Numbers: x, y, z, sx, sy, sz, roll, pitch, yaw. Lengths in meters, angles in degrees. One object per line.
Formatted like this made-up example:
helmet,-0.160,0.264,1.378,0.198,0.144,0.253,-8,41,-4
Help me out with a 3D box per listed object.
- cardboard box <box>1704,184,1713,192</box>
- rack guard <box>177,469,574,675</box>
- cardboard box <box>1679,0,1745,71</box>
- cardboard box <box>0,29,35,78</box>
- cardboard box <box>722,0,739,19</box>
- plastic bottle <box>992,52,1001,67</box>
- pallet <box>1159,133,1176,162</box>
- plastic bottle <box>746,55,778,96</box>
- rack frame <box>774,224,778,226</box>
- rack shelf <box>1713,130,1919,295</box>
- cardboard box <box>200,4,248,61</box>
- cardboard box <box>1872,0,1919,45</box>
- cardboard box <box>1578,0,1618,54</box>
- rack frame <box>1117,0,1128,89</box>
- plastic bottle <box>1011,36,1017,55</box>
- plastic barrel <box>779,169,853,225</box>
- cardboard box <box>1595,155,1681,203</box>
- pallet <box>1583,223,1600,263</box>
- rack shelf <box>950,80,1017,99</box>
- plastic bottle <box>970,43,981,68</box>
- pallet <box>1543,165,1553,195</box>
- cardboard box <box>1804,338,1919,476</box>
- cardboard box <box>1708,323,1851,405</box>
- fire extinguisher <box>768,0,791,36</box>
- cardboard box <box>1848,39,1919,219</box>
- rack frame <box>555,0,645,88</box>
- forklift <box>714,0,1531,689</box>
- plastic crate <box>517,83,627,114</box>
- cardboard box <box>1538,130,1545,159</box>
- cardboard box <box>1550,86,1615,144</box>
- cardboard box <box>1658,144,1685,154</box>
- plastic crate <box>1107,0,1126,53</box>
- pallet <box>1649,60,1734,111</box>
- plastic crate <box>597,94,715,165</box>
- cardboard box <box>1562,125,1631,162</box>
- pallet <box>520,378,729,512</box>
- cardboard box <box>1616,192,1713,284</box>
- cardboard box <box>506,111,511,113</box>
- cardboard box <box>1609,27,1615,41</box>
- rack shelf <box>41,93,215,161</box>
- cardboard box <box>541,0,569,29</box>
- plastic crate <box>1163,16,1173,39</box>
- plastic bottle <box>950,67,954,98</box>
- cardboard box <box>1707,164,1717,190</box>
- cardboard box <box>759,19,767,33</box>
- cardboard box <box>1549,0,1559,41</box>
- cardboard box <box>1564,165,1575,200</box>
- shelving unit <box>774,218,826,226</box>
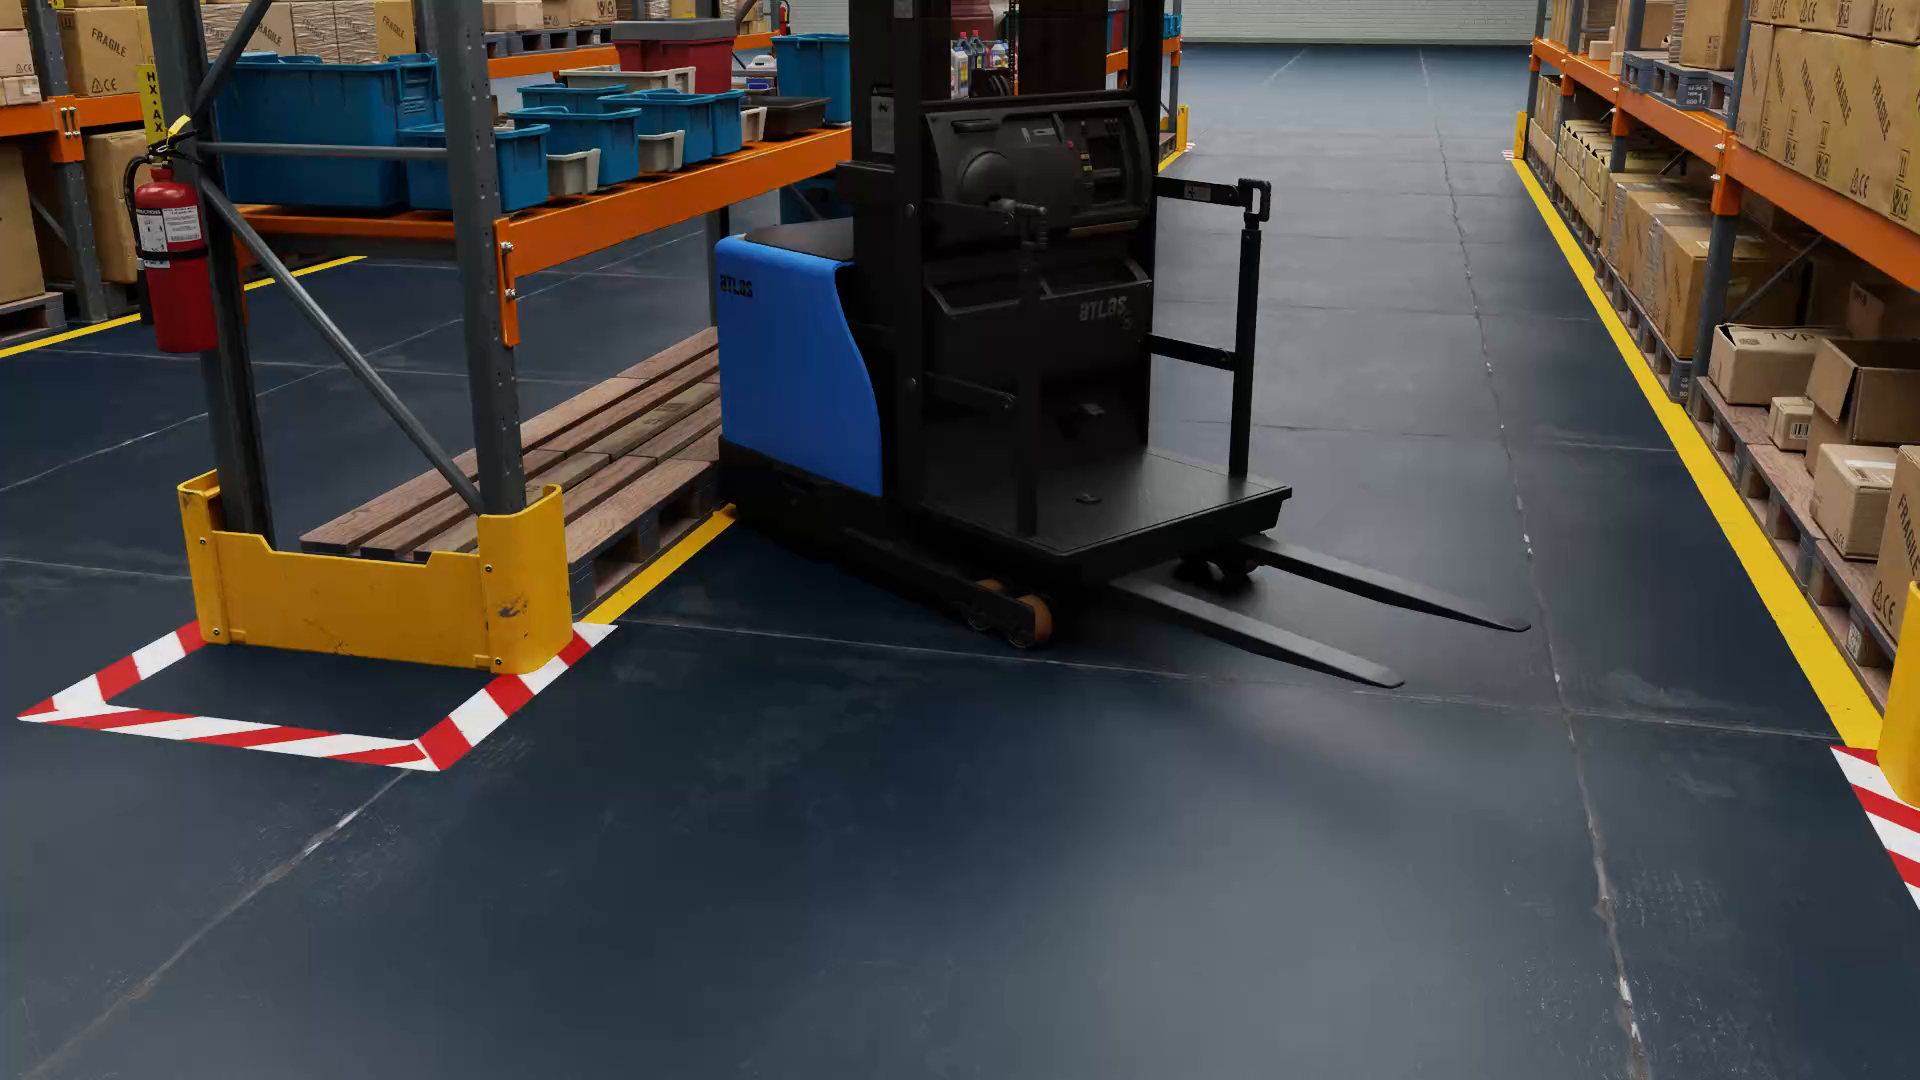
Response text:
cardboard box,4.932,-1.946,10.430,0.500,0.500,0.500,5,20,16
rack guard,-1.817,0.074,5.196,1.175,0.500,0.348,5,19,13
cardboard box,4.327,-2.783,8.891,0.700,0.500,0.500,0,19,-1
cardboard box,-5.503,-2.673,9.143,0.500,0.250,0.500,4,19,12
cardboard box,-3.049,-6.221,19.147,0.875,0.500,0.500,5,19,13
plastic bottle,0.224,-3.110,10.961,0.097,0.201,0.097,0,19,0
pallet,1.908,-4.531,19.125,1.003,0.211,1.213,5,19,13
plastic bottle,-1.064,-2.461,8.944,0.152,0.276,0.135,5,19,13
rack frame,-0.673,-0.739,6.726,0.008,1.050,0.200,-17,25,-40
rack shelf,3.467,-1.011,5.620,1.077,0.370,4.000,5,19,13
cardboard box,-5.050,-3.248,10.902,0.500,0.500,0.500,4,19,12
cardboard box,3.065,-1.728,4.903,0.500,0.500,0.500,5,20,15
cardboard box,6.012,-4.673,15.073,0.700,0.500,0.500,4,19,12
rack frame,1.108,-4.878,15.829,1.000,3.000,0.127,5,19,13
plastic bottle,0.389,-3.336,11.496,0.061,0.283,0.133,5,19,13
plastic barrel,-0.697,-1.746,9.254,0.600,0.901,0.708,5,19,13
cardboard box,4.822,-2.579,11.833,0.500,0.311,0.500,5,20,15
pallet,5.172,-2.168,12.207,1.003,0.211,1.213,5,19,13
rack shelf,-0.358,-2.657,10.439,1.077,0.370,4.000,5,19,13
plastic bottle,0.088,-2.951,10.367,0.061,0.283,0.133,5,19,13
pallet,6.145,-3.412,15.851,1.003,0.211,1.213,5,19,13
cardboard box,3.501,-0.416,5.946,0.797,0.503,0.637,5,19,13
cardboard box,3.643,-0.800,7.367,0.500,0.311,0.500,5,19,13
fire extinguisher,-2.243,-6.486,20.656,0.296,0.674,0.183,5,19,13
cardboard box,3.074,-1.253,5.060,0.500,0.500,0.500,5,19,14
rack frame,-3.695,-5.269,16.974,1.000,3.000,0.127,5,19,13
forklift,0.408,-1.232,5.259,1.130,2.935,3.031,-15,24,-38
plastic crate,-1.571,-1.730,6.778,0.416,0.233,0.300,5,19,13
cardboard box,6.173,-4.017,16.911,0.500,0.250,0.500,5,19,13
cardboard box,5.945,-4.057,15.868,0.500,0.500,0.500,5,19,13
cardboard box,5.593,-2.861,12.660,0.500,0.311,0.500,4,19,12
plastic crate,1.286,-4.733,15.304,0.402,0.464,0.583,5,19,13
pallet,4.462,-2.531,9.255,1.003,0.211,1.213,5,19,13
plastic crate,-1.123,-1.530,6.193,0.416,0.233,0.300,5,19,13
cardboard box,5.440,-3.382,14.186,0.500,0.311,0.500,4,19,13
pallet,-1.285,-0.434,7.132,1.003,0.211,1.213,5,19,13
cardboard box,4.295,-1.816,10.050,0.500,0.500,0.500,4,19,13
cardboard box,-4.001,-3.956,16.315,0.700,0.500,0.500,5,19,13
cardboard box,5.832,-4.257,14.243,0.500,0.250,0.500,6,20,17
rack shelf,-5.161,-3.048,11.585,1.077,0.370,4.000,5,19,13
cardboard box,-4.029,-4.966,15.278,0.797,0.503,0.637,7,20,19
plastic crate,2.089,-5.678,18.401,0.499,0.251,0.408,5,19,13
plastic bottle,-0.083,-2.716,9.806,0.097,0.201,0.097,0,19,0
cardboard box,4.922,-2.283,10.256,0.500,0.250,0.500,5,20,15
cardboard box,-2.587,-6.299,20.376,0.380,0.149,0.250,5,19,13
cardboard box,6.761,-5.642,17.909,0.700,0.500,0.500,5,19,13
cardboard box,5.321,-2.954,13.799,0.500,0.250,0.500,4,19,12
shelving unit,-0.583,-0.766,6.805,0.252,1.050,0.215,-17,25,-40
